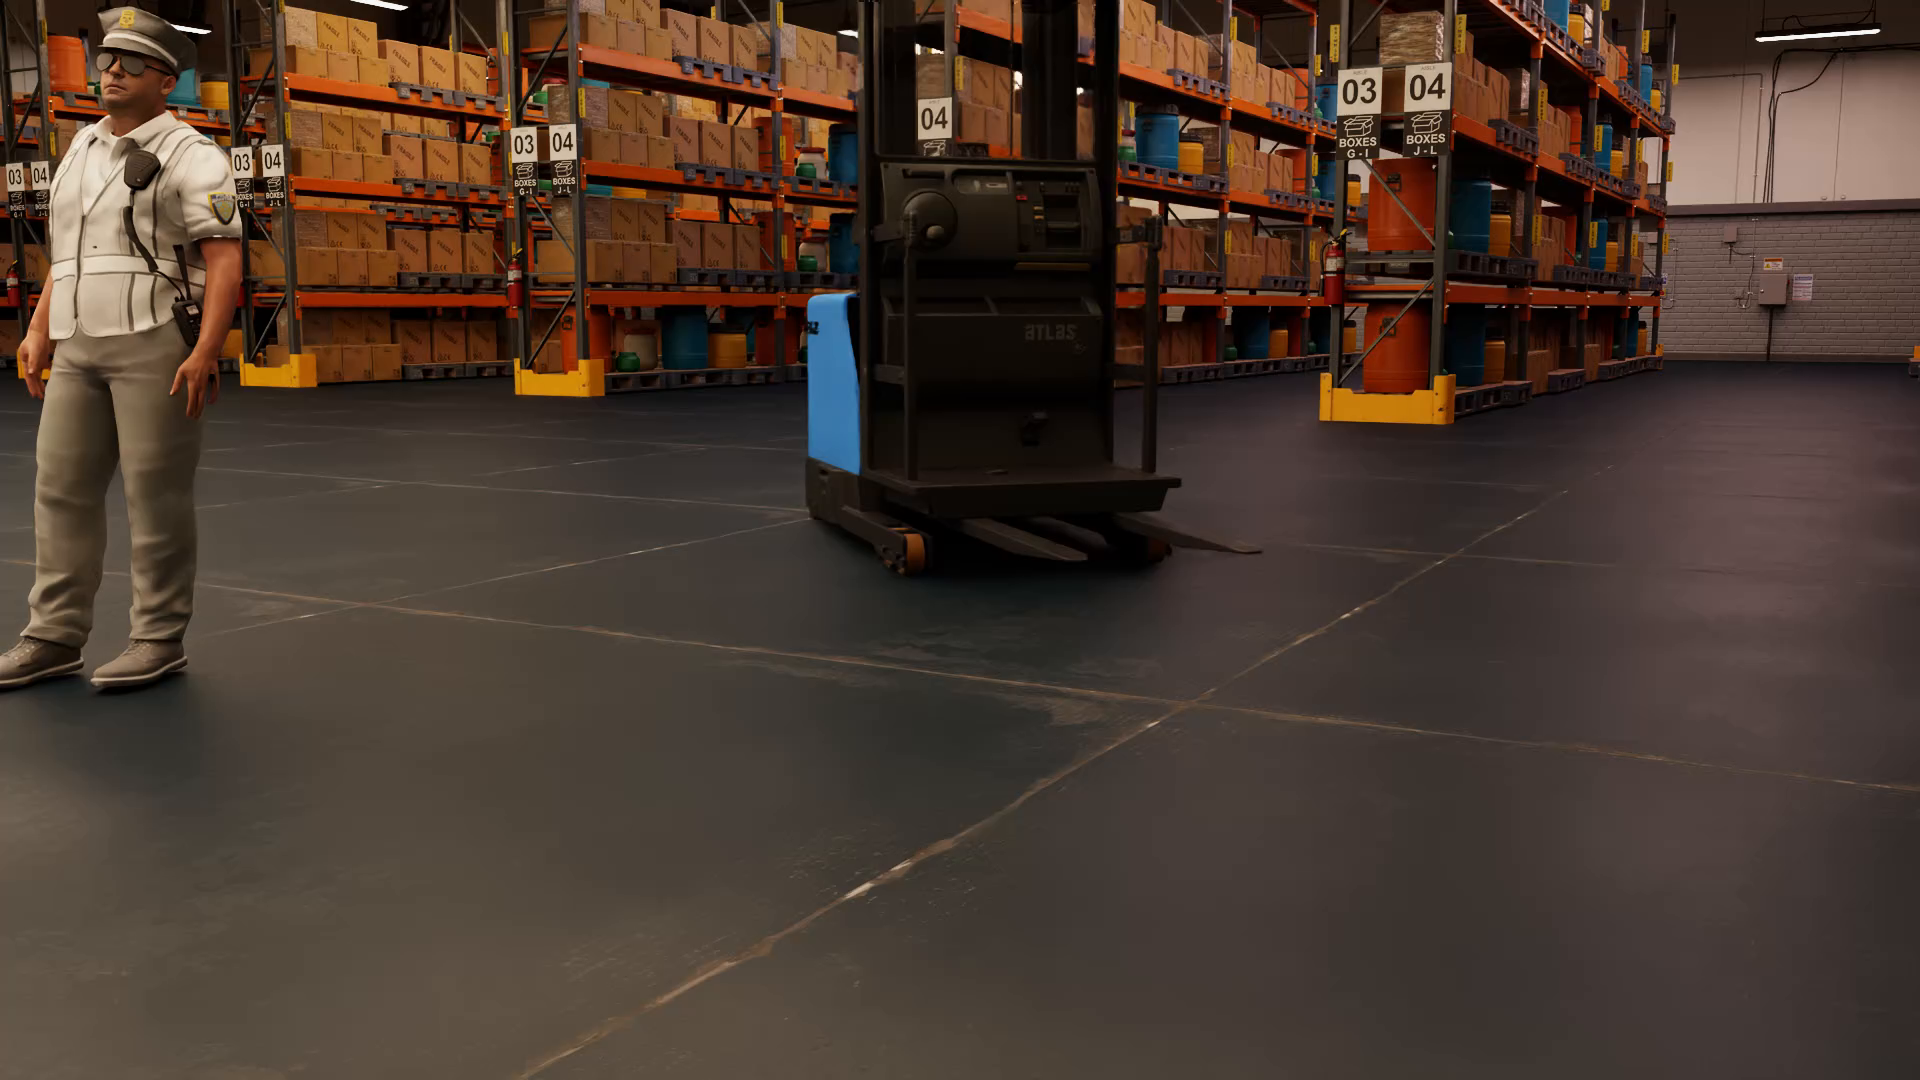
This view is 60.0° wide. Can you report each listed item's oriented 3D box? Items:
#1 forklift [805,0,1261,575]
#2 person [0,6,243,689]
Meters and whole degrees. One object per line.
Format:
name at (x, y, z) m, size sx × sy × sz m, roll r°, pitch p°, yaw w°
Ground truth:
forklift at (0.200, -1.377, 6.571) m, size 1.130 × 2.935 × 3.031 m, roll -3°, pitch 8°, yaw -18°
person at (-2.270, -0.508, 4.425) m, size 0.640 × 1.781 × 0.576 m, roll 3°, pitch 8°, yaw 18°
